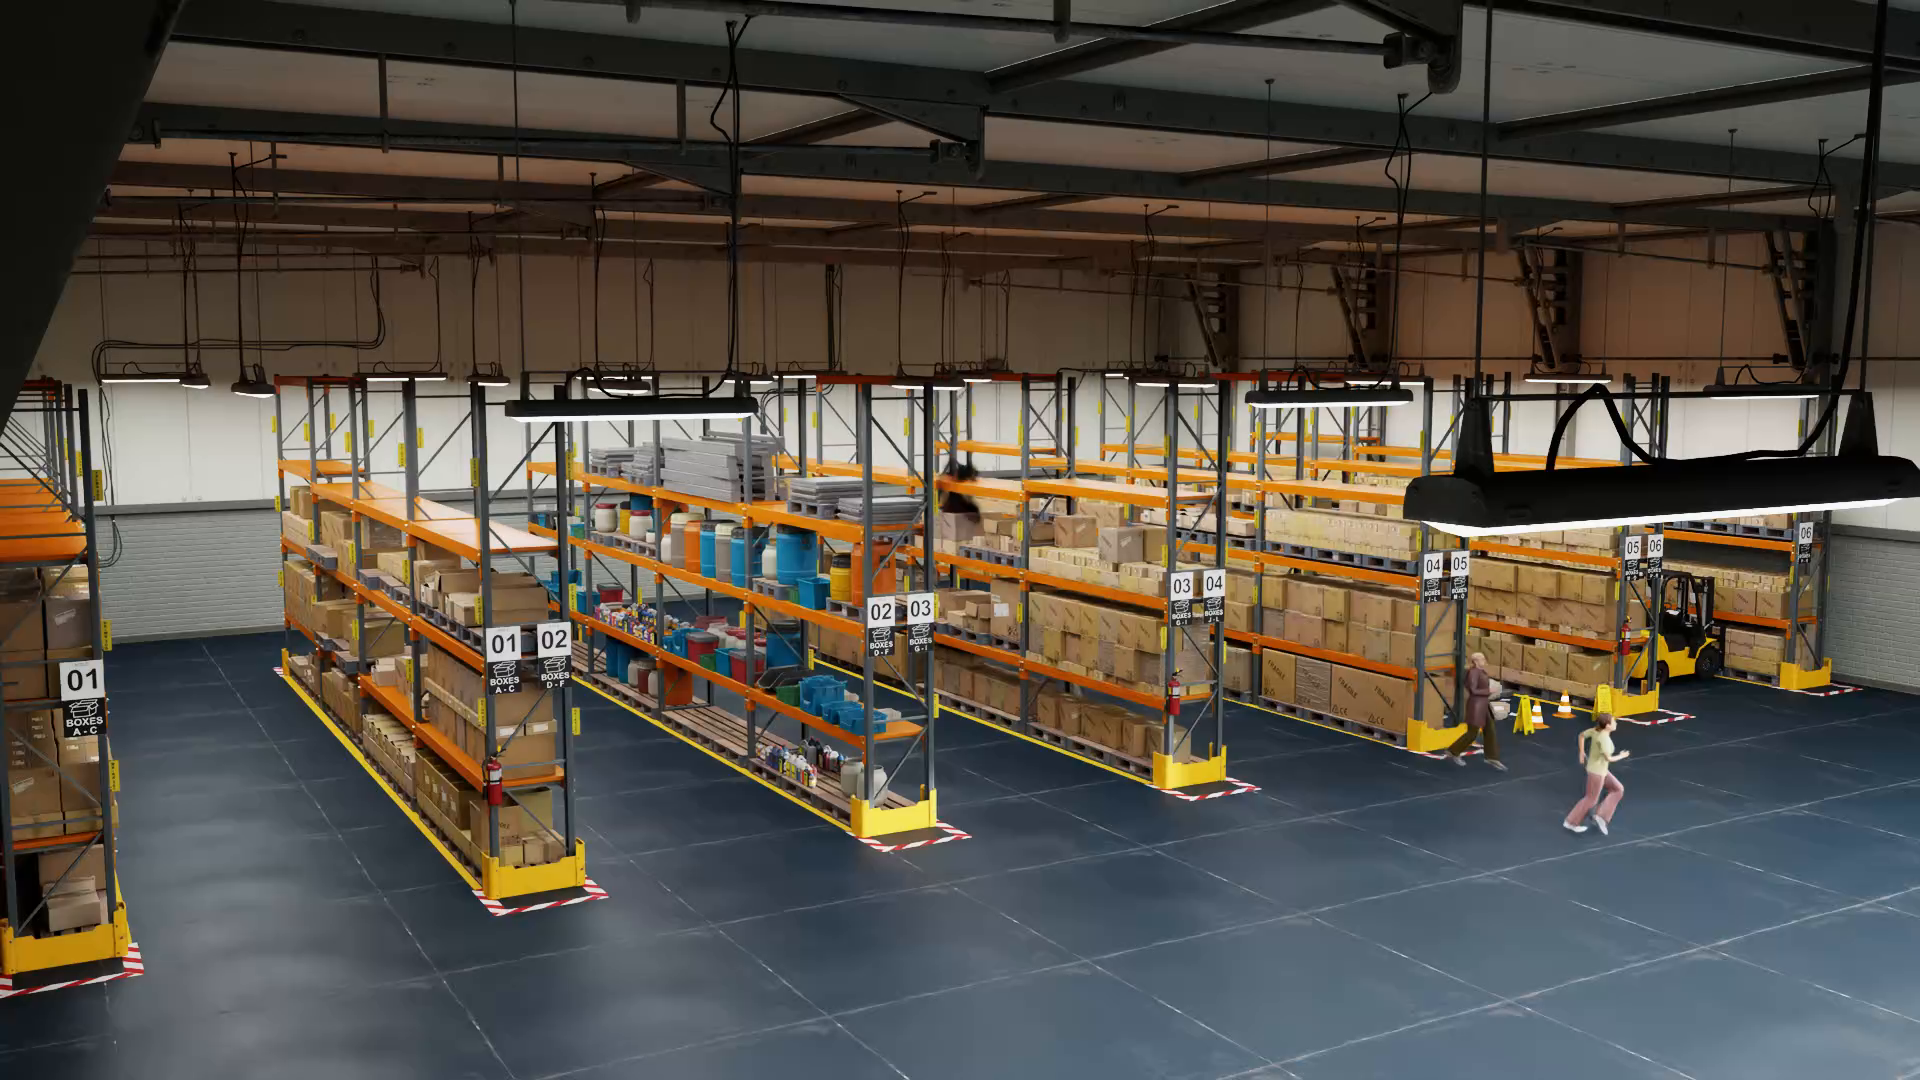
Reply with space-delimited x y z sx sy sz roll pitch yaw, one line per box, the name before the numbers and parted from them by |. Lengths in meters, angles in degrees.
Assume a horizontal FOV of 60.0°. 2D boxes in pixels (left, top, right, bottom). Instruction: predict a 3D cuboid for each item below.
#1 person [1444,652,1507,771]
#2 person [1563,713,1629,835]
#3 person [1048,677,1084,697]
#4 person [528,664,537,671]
person | 7.966 2.636 25.627 0.917 1.827 0.710 3 7 28
person | 8.432 3.092 22.024 0.777 1.647 0.605 1 6 11
person | 1.995 2.065 31.082 0.617 1.788 0.882 -4 8 -35
person | -8.149 2.112 31.095 0.569 1.627 0.655 -4 8 -35
